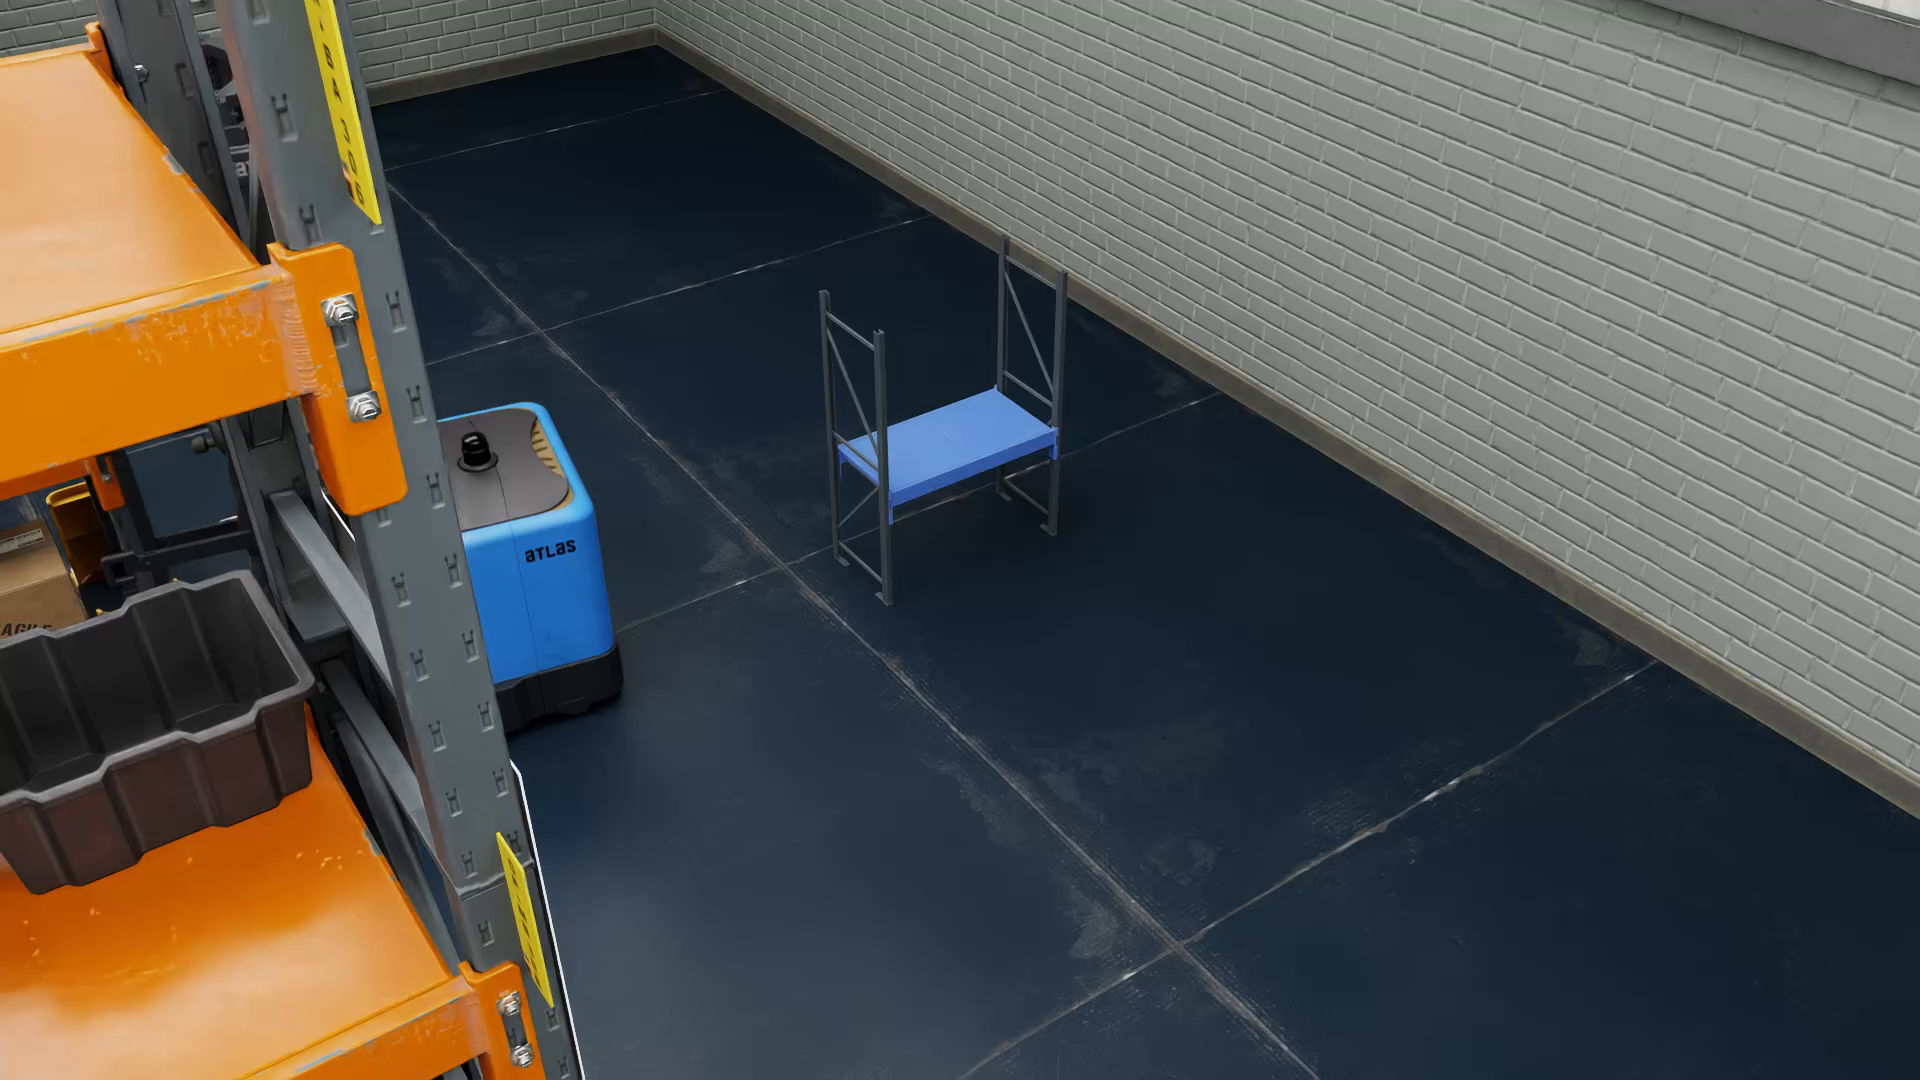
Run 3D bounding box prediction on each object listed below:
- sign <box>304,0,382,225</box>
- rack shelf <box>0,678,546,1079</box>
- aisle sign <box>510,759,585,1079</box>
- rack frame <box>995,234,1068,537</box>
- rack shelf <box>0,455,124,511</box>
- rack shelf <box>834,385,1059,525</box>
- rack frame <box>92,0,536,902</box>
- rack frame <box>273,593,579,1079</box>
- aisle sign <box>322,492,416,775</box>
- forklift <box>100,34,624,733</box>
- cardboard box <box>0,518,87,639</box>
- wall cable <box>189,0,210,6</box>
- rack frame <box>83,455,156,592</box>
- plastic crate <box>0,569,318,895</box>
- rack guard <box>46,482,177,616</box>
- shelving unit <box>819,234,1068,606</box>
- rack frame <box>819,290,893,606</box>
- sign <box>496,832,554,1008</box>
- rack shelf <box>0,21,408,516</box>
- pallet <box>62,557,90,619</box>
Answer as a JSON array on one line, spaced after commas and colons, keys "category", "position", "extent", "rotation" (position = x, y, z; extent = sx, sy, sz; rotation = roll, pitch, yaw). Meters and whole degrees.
[{"category": "sign", "position": [-0.696, -0.517, 1.852], "extent": [0.005, 0.325, 0.100], "rotation": [-22, 41, -28]}, {"category": "rack shelf", "position": [-2.661, 1.277, 2.266], "extent": [4.000, 0.370, 1.077], "rotation": [-22, 41, -28]}, {"category": "aisle sign", "position": [-0.799, 0.590, 2.947], "extent": [0.004, 0.787, 0.394], "rotation": [-22, 41, -28]}, {"category": "rack frame", "position": [0.346, -0.751, 8.323], "extent": [0.032, 1.500, 0.500], "rotation": [-22, 41, -28]}, {"category": "rack shelf", "position": [-5.511, 0.130, 6.430], "extent": [4.000, 0.370, 1.077], "rotation": [-22, 41, -28]}, {"category": "rack shelf", "position": [-0.070, -0.434, 8.191], "extent": [1.000, 0.185, 0.538], "rotation": [-22, 41, -28]}, {"category": "rack frame", "position": [-1.026, -0.905, 2.115], "extent": [0.127, 3.000, 1.000], "rotation": [-22, 41, -28]}, {"category": "rack frame", "position": [-1.026, 1.530, 3.867], "extent": [0.127, 3.000, 1.000], "rotation": [-22, 41, -28]}, {"category": "aisle sign", "position": [-1.139, 0.309, 3.339], "extent": [0.004, 0.787, 0.394], "rotation": [-22, 41, -28]}, {"category": "forklift", "position": [-3.084, -0.358, 6.551], "extent": [3.031, 2.935, 1.130], "rotation": [-15, 38, -20]}, {"category": "cardboard box", "position": [-4.179, 0.301, 7.339], "extent": [0.500, 0.500, 0.500], "rotation": [-22, 41, -28]}, {"category": "wall cable", "position": [-6.232, -4.493, 11.371], "extent": [1.851, 1.984, 0.084], "rotation": [-22, 41, -28]}, {"category": "rack frame", "position": [-3.877, -0.835, 7.156], "extent": [0.127, 3.000, 1.000], "rotation": [-22, 41, -28]}, {"category": "plastic crate", "position": [-1.501, 0.362, 3.034], "extent": [0.590, 0.269, 0.497], "rotation": [-22, 41, -28]}, {"category": "rack guard", "position": [-3.939, 0.205, 7.850], "extent": [0.348, 0.500, 1.175], "rotation": [-22, 41, -28]}, {"category": "shelving unit", "position": [-0.070, -0.580, 8.086], "extent": [1.048, 1.500, 0.538], "rotation": [-22, 41, -28]}, {"category": "rack frame", "position": [-0.485, -0.409, 7.848], "extent": [0.032, 1.500, 0.500], "rotation": [-22, 41, -28]}, {"category": "sign", "position": [-0.696, 0.612, 2.664], "extent": [0.005, 0.325, 0.100], "rotation": [-22, 41, -28]}, {"category": "rack shelf", "position": [-2.661, 0.222, 1.507], "extent": [4.000, 0.370, 1.077], "rotation": [-22, 41, -28]}, {"category": "pallet", "position": [-4.590, 0.591, 7.561], "extent": [1.213, 0.211, 1.003], "rotation": [-22, 41, -28]}]
